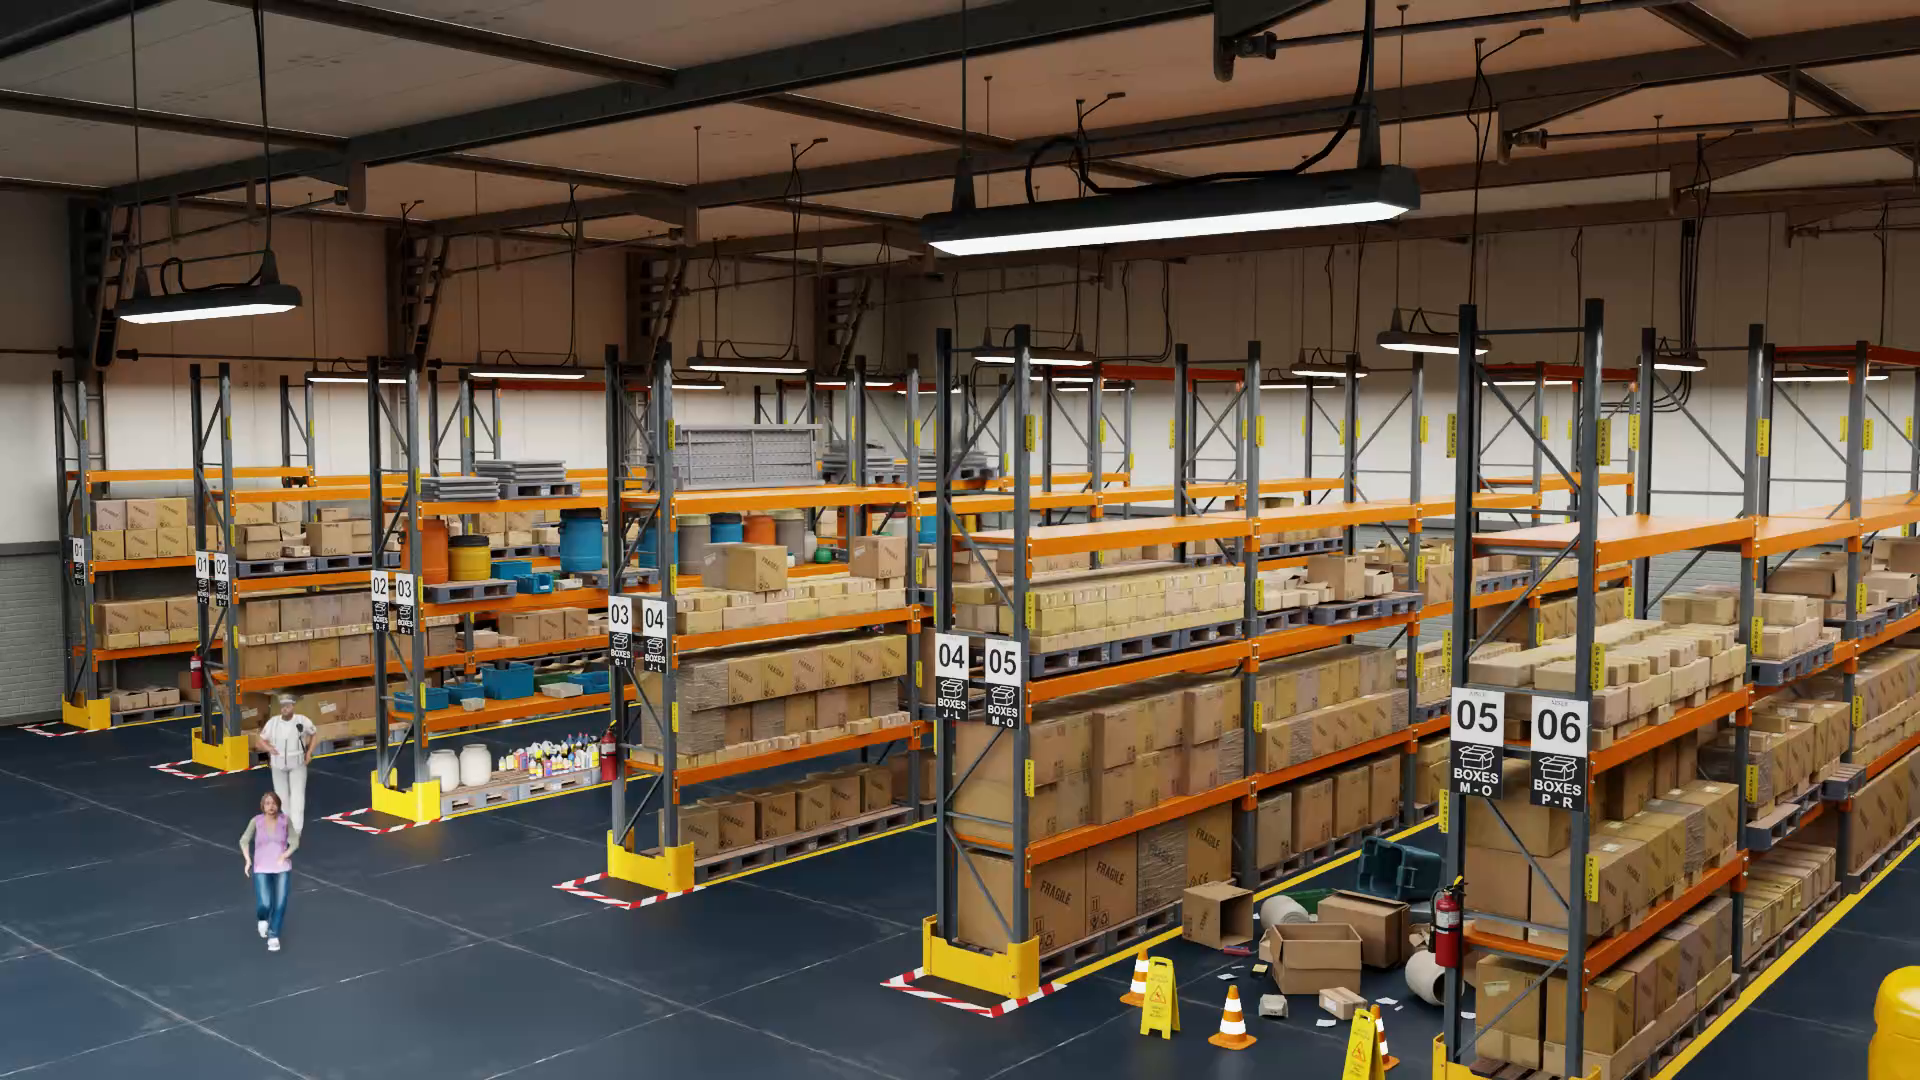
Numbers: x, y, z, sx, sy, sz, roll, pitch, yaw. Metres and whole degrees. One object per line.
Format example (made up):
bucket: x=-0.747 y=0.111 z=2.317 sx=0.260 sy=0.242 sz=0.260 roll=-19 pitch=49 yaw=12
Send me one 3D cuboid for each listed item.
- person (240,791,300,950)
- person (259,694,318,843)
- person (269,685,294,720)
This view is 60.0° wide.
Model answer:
person: x=-6.691 y=3.223 z=16.154 sx=0.530 sy=1.558 sz=0.537 roll=-2 pitch=5 yaw=-26
person: x=-8.312 y=2.790 z=20.598 sx=0.684 sy=1.796 sz=0.877 roll=-1 pitch=4 yaw=-18
person: x=-11.073 y=2.325 z=27.345 sx=0.575 sy=1.684 sz=0.941 roll=4 pitch=5 yaw=41
